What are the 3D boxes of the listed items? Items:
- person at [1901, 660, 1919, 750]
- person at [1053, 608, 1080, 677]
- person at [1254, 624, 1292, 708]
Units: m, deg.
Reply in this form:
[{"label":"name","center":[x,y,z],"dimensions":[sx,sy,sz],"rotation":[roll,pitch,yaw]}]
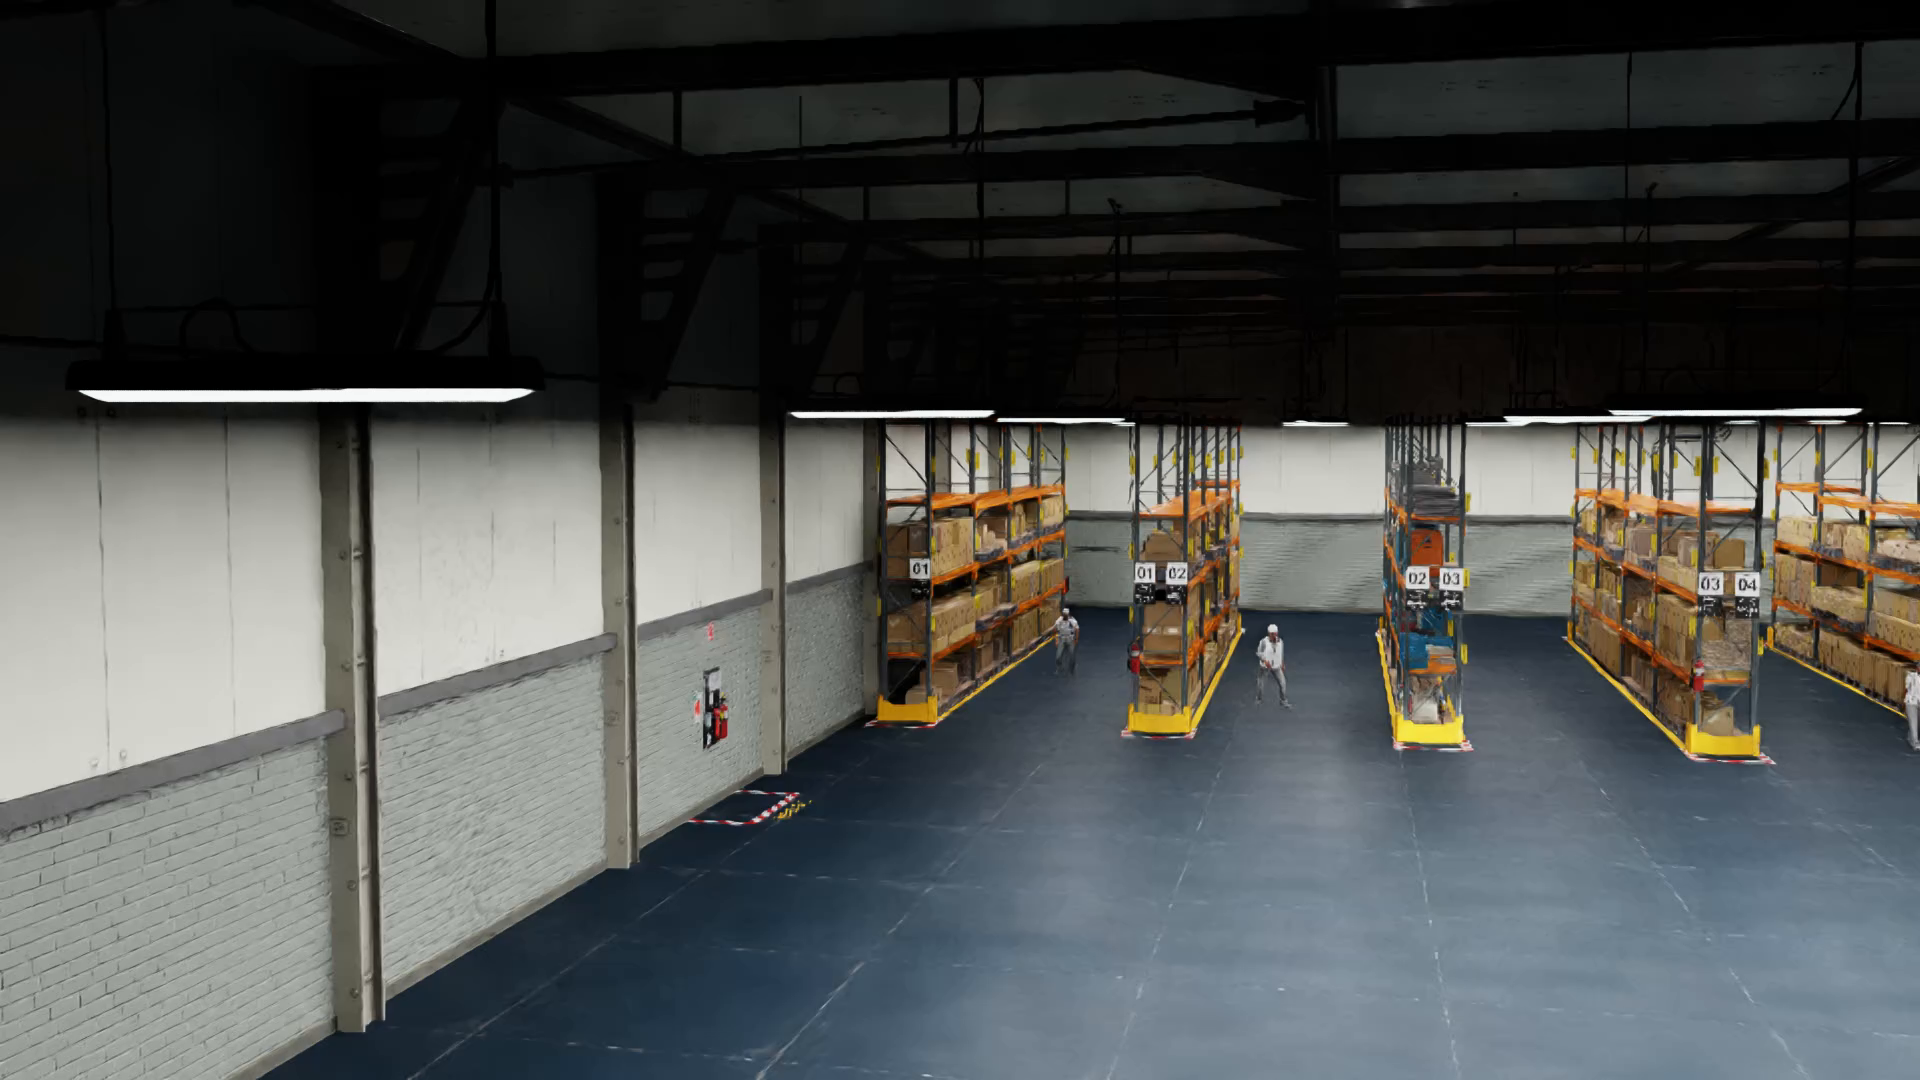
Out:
[{"label":"person","center":[17.089,2.904,29.645],"dimensions":[0.445,1.590,1.076],"rotation":[1,4,11]},{"label":"person","center":[2.436,2.343,38.201],"dimensions":[0.625,1.611,0.582],"rotation":[1,4,11]},{"label":"person","center":[6.378,2.556,34.051],"dimensions":[0.688,1.710,0.825],"rotation":[0,4,-5]}]
